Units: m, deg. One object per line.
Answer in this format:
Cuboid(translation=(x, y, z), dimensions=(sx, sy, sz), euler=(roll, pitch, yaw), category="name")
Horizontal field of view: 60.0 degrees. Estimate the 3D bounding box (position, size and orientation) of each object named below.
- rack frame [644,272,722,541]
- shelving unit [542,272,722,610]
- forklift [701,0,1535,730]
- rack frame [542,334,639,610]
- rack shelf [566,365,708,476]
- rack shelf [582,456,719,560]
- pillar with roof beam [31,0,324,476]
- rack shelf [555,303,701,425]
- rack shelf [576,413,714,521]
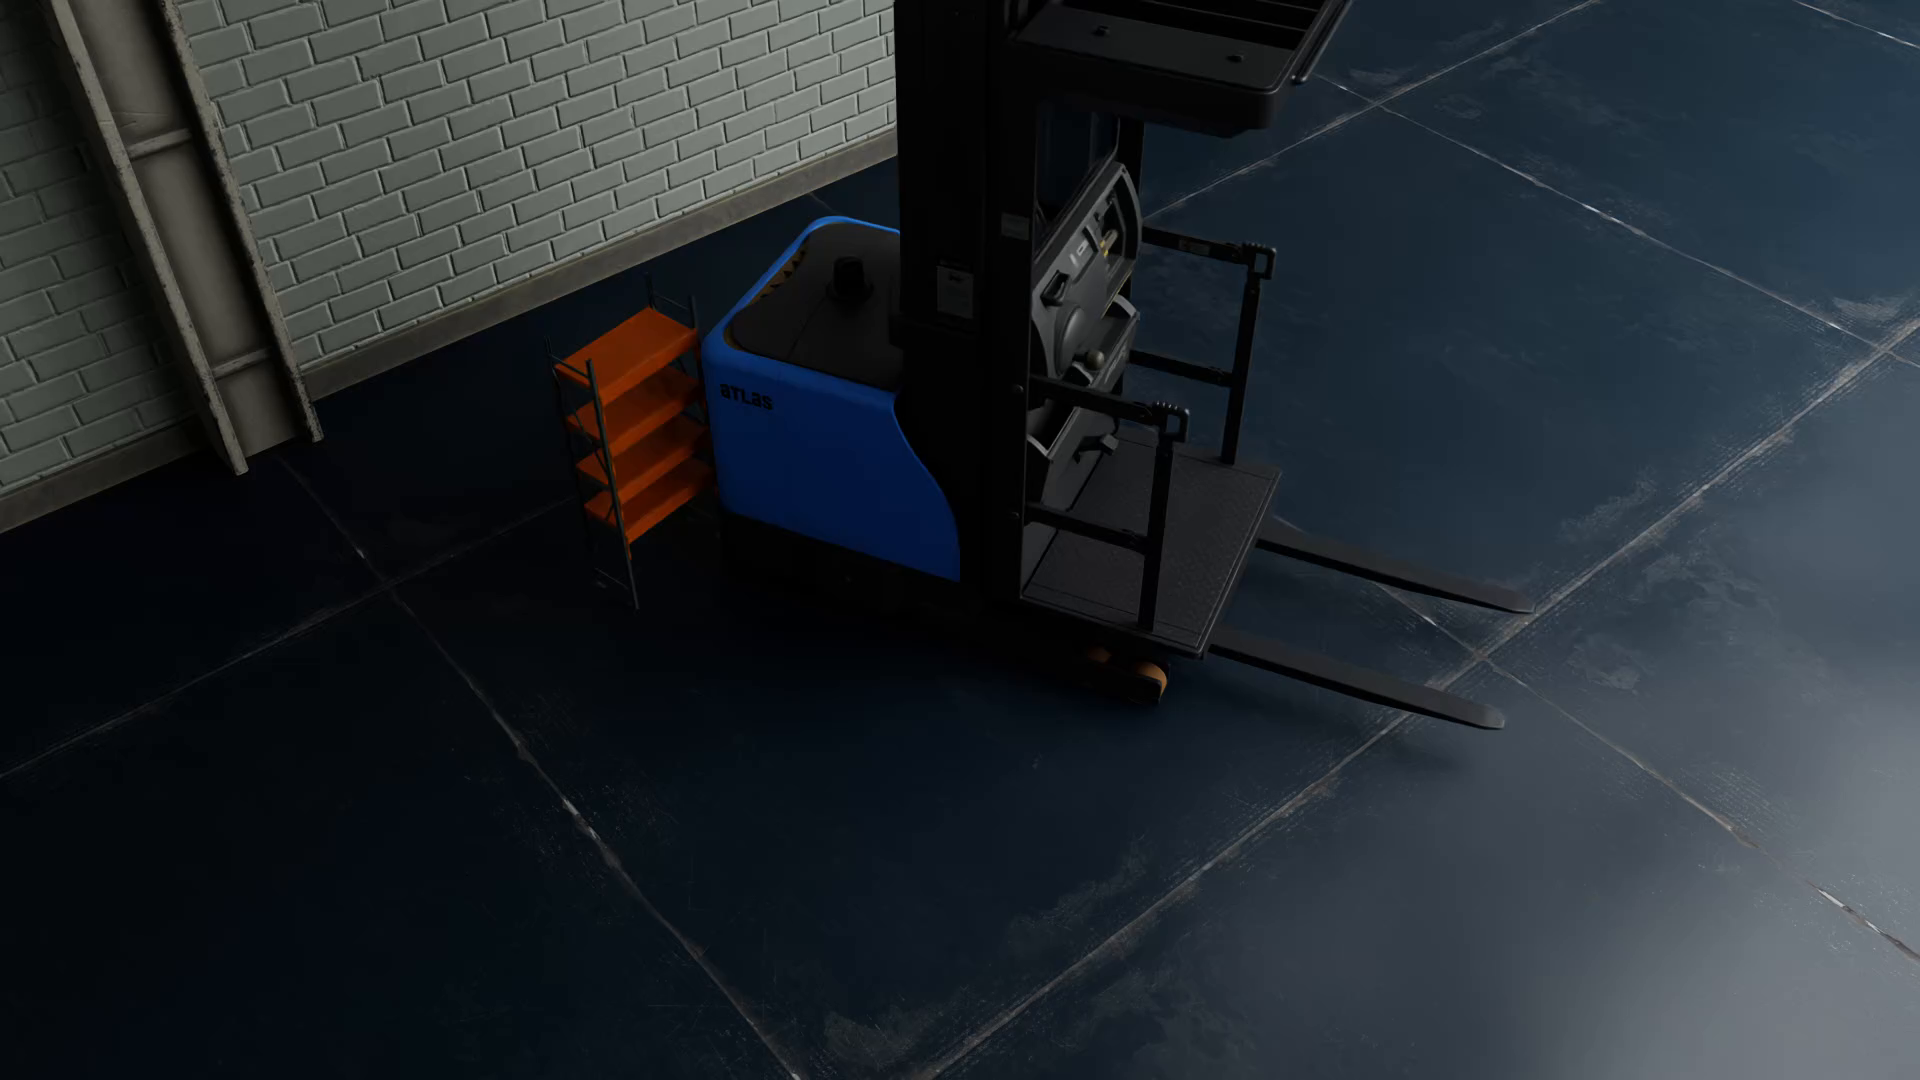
Cuboid(translation=(-1.046, -0.483, 6.388), dimensions=(0.240, 1.200, 0.015), euler=(28, 50, 27), category="rack frame")
Cuboid(translation=(-1.196, -0.352, 6.248), dimensions=(0.258, 1.200, 0.503), euler=(28, 50, 27), category="shelving unit")
Cuboid(translation=(0.616, -0.879, 5.545), dimensions=(3.031, 2.935, 1.130), euler=(17, 46, 17), category="forklift")
Cuboid(translation=(-1.347, -0.220, 6.108), dimensions=(0.240, 1.200, 0.015), euler=(28, 50, 27), category="rack frame")
Cuboid(translation=(-1.196, -0.466, 6.141), dimensions=(0.258, 0.148, 0.480), euler=(28, 50, 27), category="rack shelf")
Cuboid(translation=(-1.196, -0.158, 6.430), dimensions=(0.258, 0.148, 0.480), euler=(28, 50, 27), category="rack shelf")
Cuboid(translation=(-0.249, -1.457, 1.728), dimensions=(0.400, 9.000, 9.100), euler=(-30, 51, -28), category="pillar with roof beam")
Cuboid(translation=(-1.196, -0.638, 5.979), dimensions=(0.258, 0.148, 0.480), euler=(28, 50, 27), category="rack shelf")
Cuboid(translation=(-1.196, -0.303, 6.294), dimensions=(0.258, 0.148, 0.480), euler=(28, 50, 27), category="rack shelf")
